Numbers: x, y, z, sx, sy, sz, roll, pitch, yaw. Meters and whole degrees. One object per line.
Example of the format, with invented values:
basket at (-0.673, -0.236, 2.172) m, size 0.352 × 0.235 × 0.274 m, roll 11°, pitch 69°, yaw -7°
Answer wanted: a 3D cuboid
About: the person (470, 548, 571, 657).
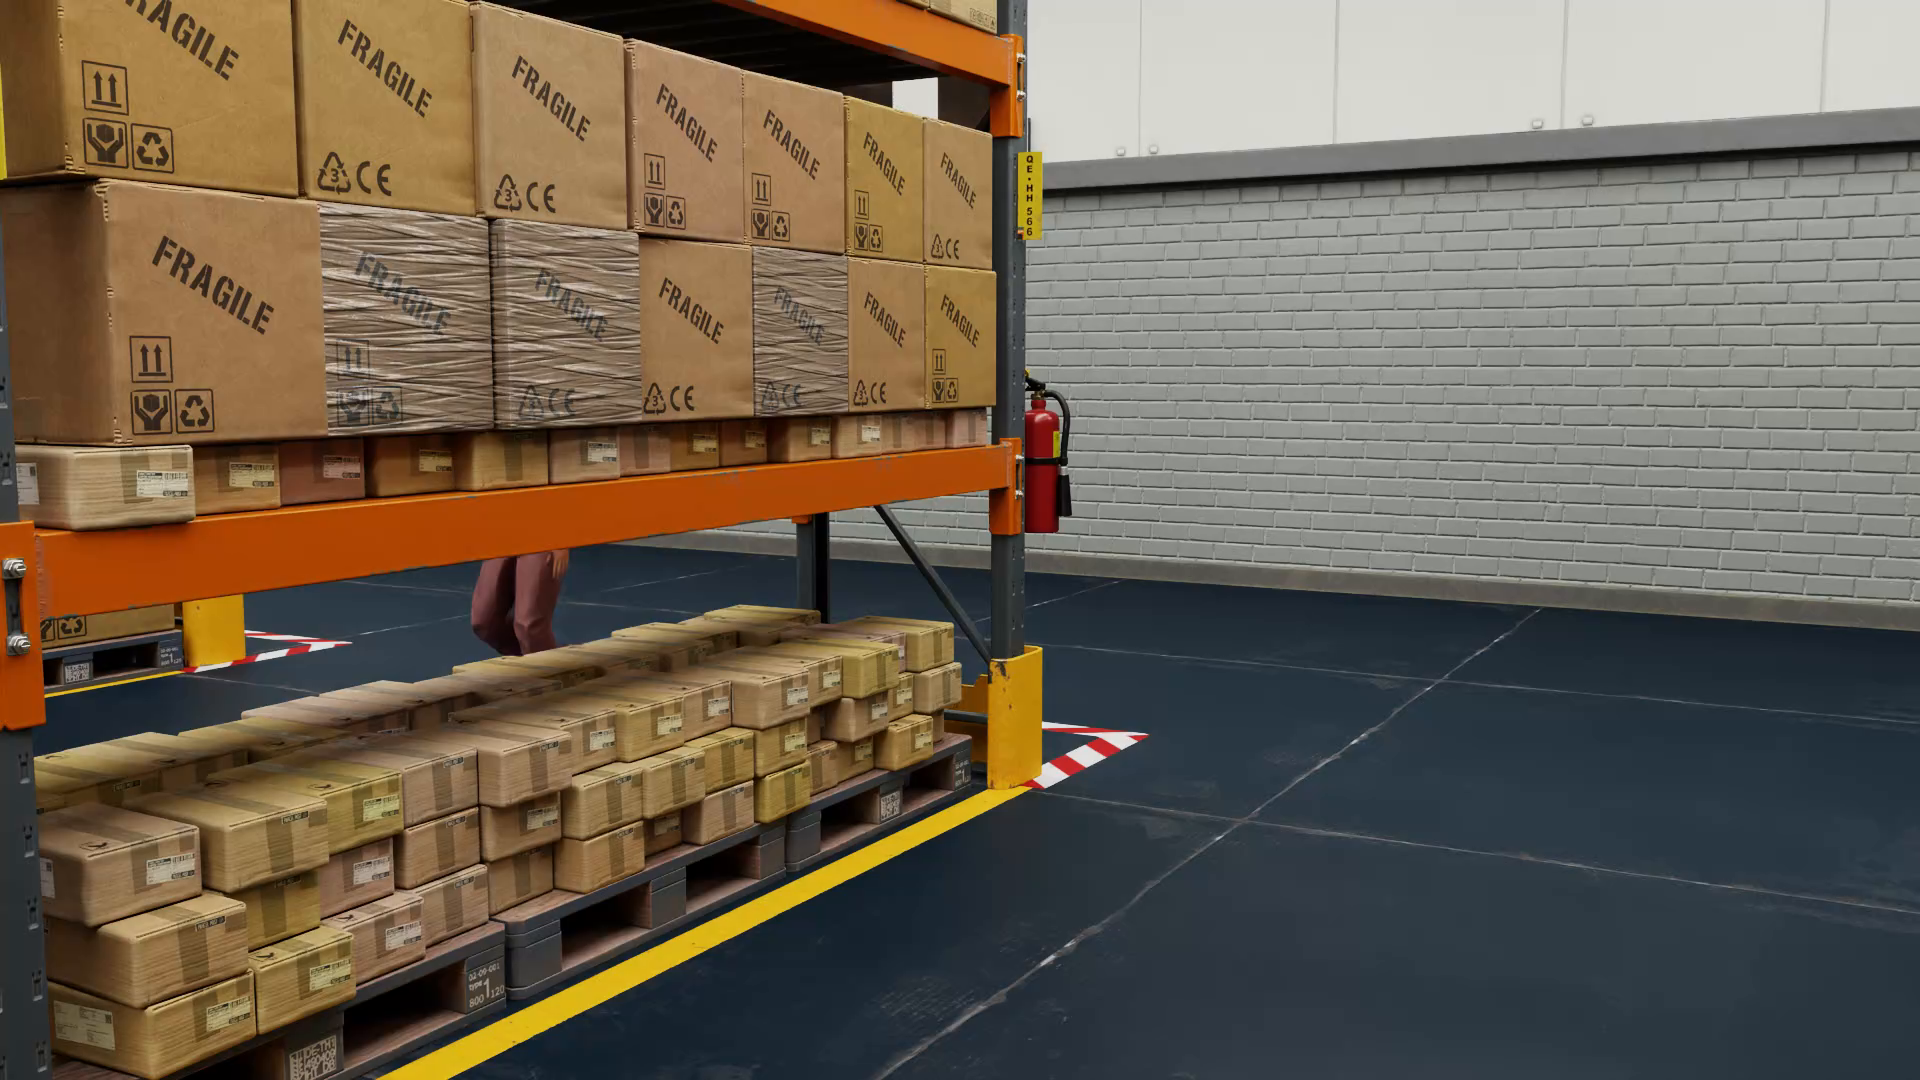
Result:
person at (-1.791, 0.002, 7.084) m, size 0.447 × 1.660 × 0.528 m, roll 4°, pitch 7°, yaw 31°
